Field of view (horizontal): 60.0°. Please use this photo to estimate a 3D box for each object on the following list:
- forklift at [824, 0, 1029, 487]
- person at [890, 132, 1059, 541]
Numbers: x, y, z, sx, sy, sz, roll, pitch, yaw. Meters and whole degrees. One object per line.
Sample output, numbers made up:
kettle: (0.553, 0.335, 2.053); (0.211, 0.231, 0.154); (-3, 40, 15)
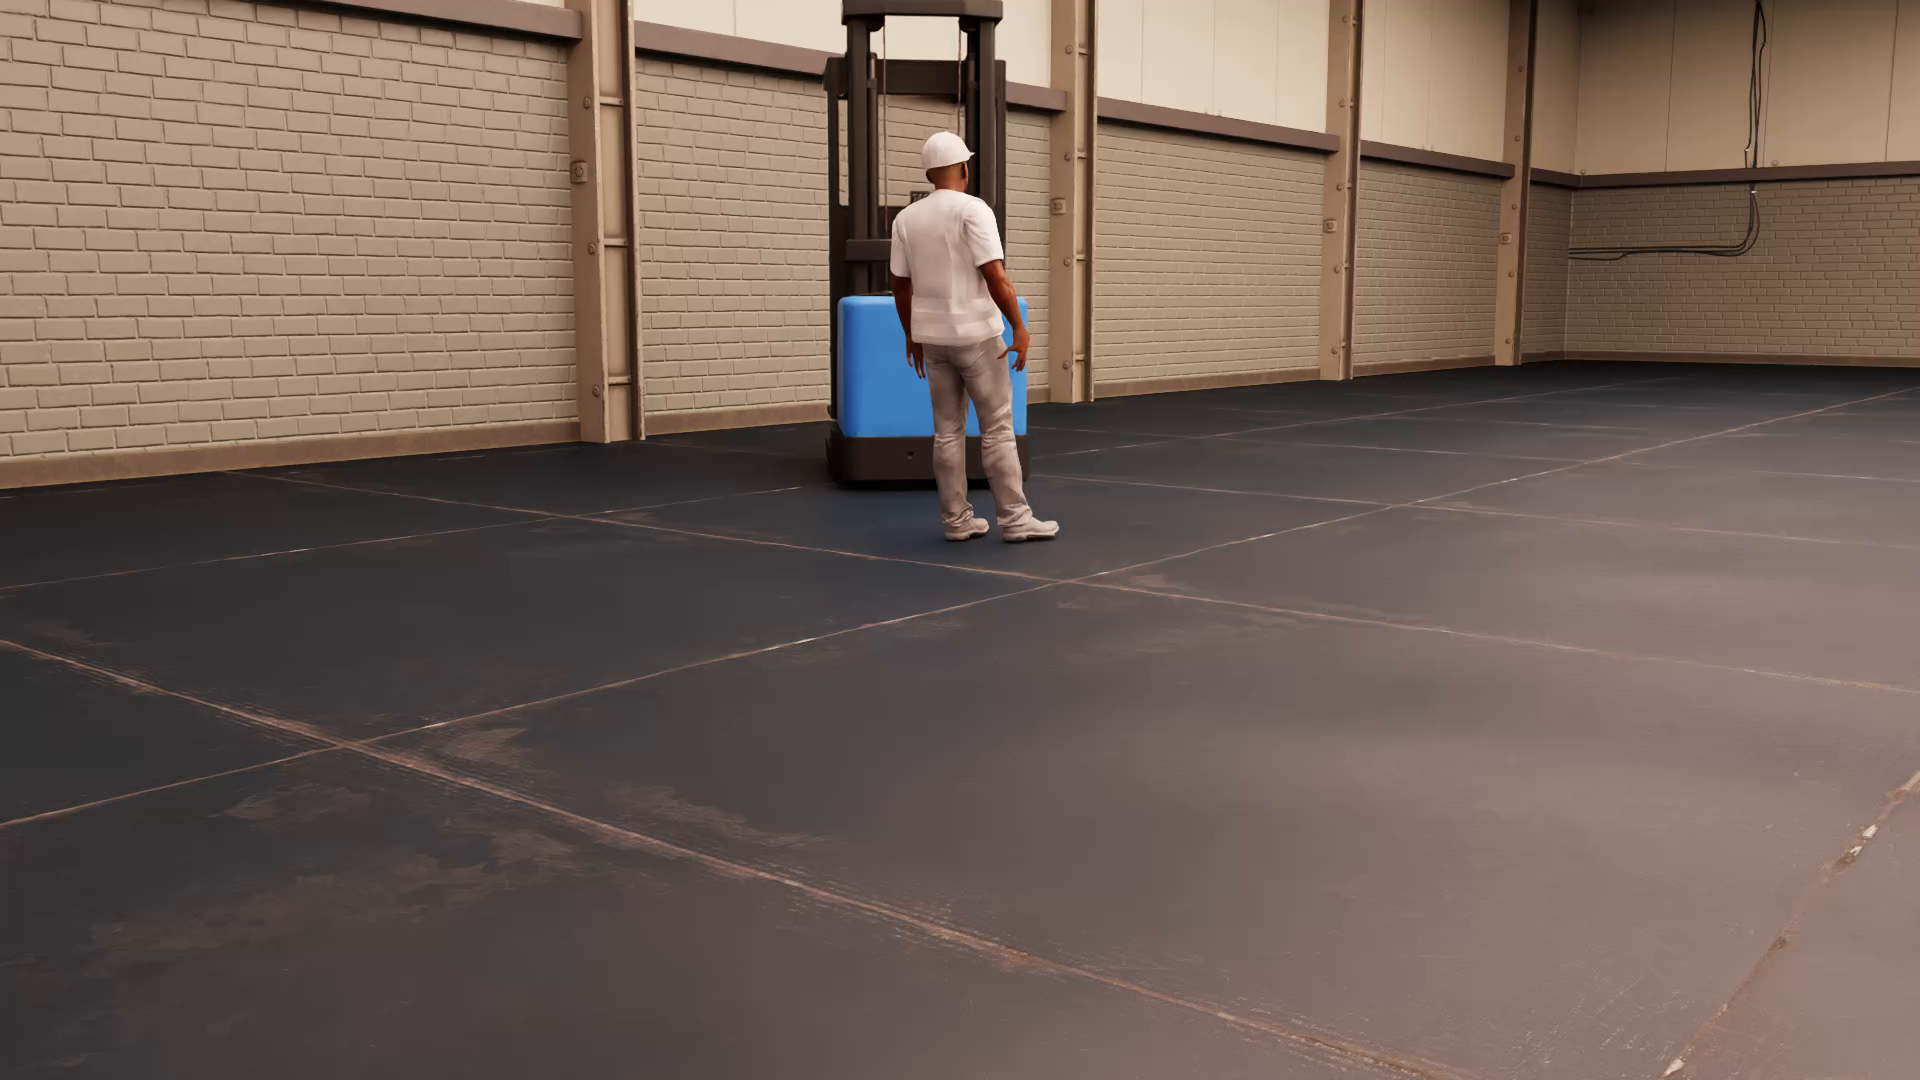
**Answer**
forklift: (-0.289, -1.931, 10.474); (1.130, 2.935, 3.031); (-1, 8, -6)
person: (0.048, -0.888, 7.327); (0.665, 1.769, 0.574); (7, 11, 38)
